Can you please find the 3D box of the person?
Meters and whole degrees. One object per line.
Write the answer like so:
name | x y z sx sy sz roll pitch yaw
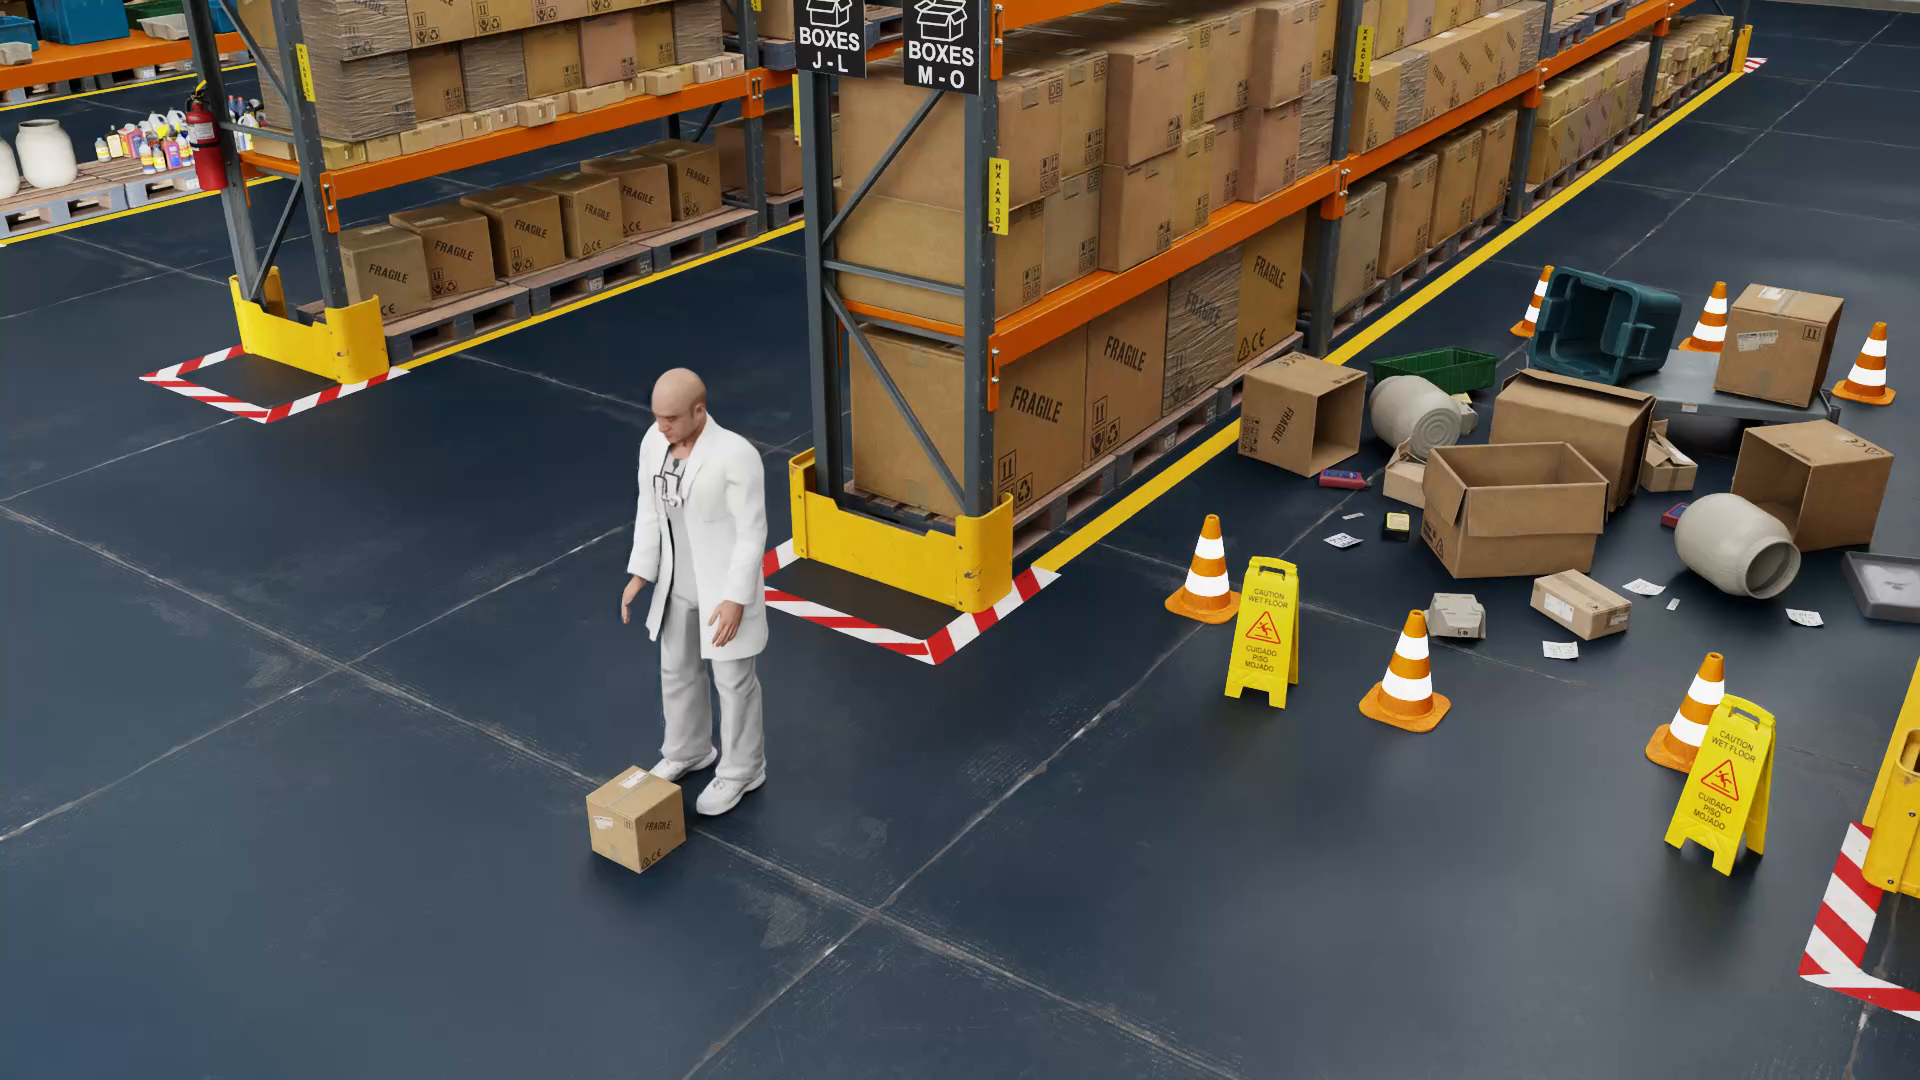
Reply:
person | -0.981 0.214 6.244 0.591 1.836 0.446 17 31 30
